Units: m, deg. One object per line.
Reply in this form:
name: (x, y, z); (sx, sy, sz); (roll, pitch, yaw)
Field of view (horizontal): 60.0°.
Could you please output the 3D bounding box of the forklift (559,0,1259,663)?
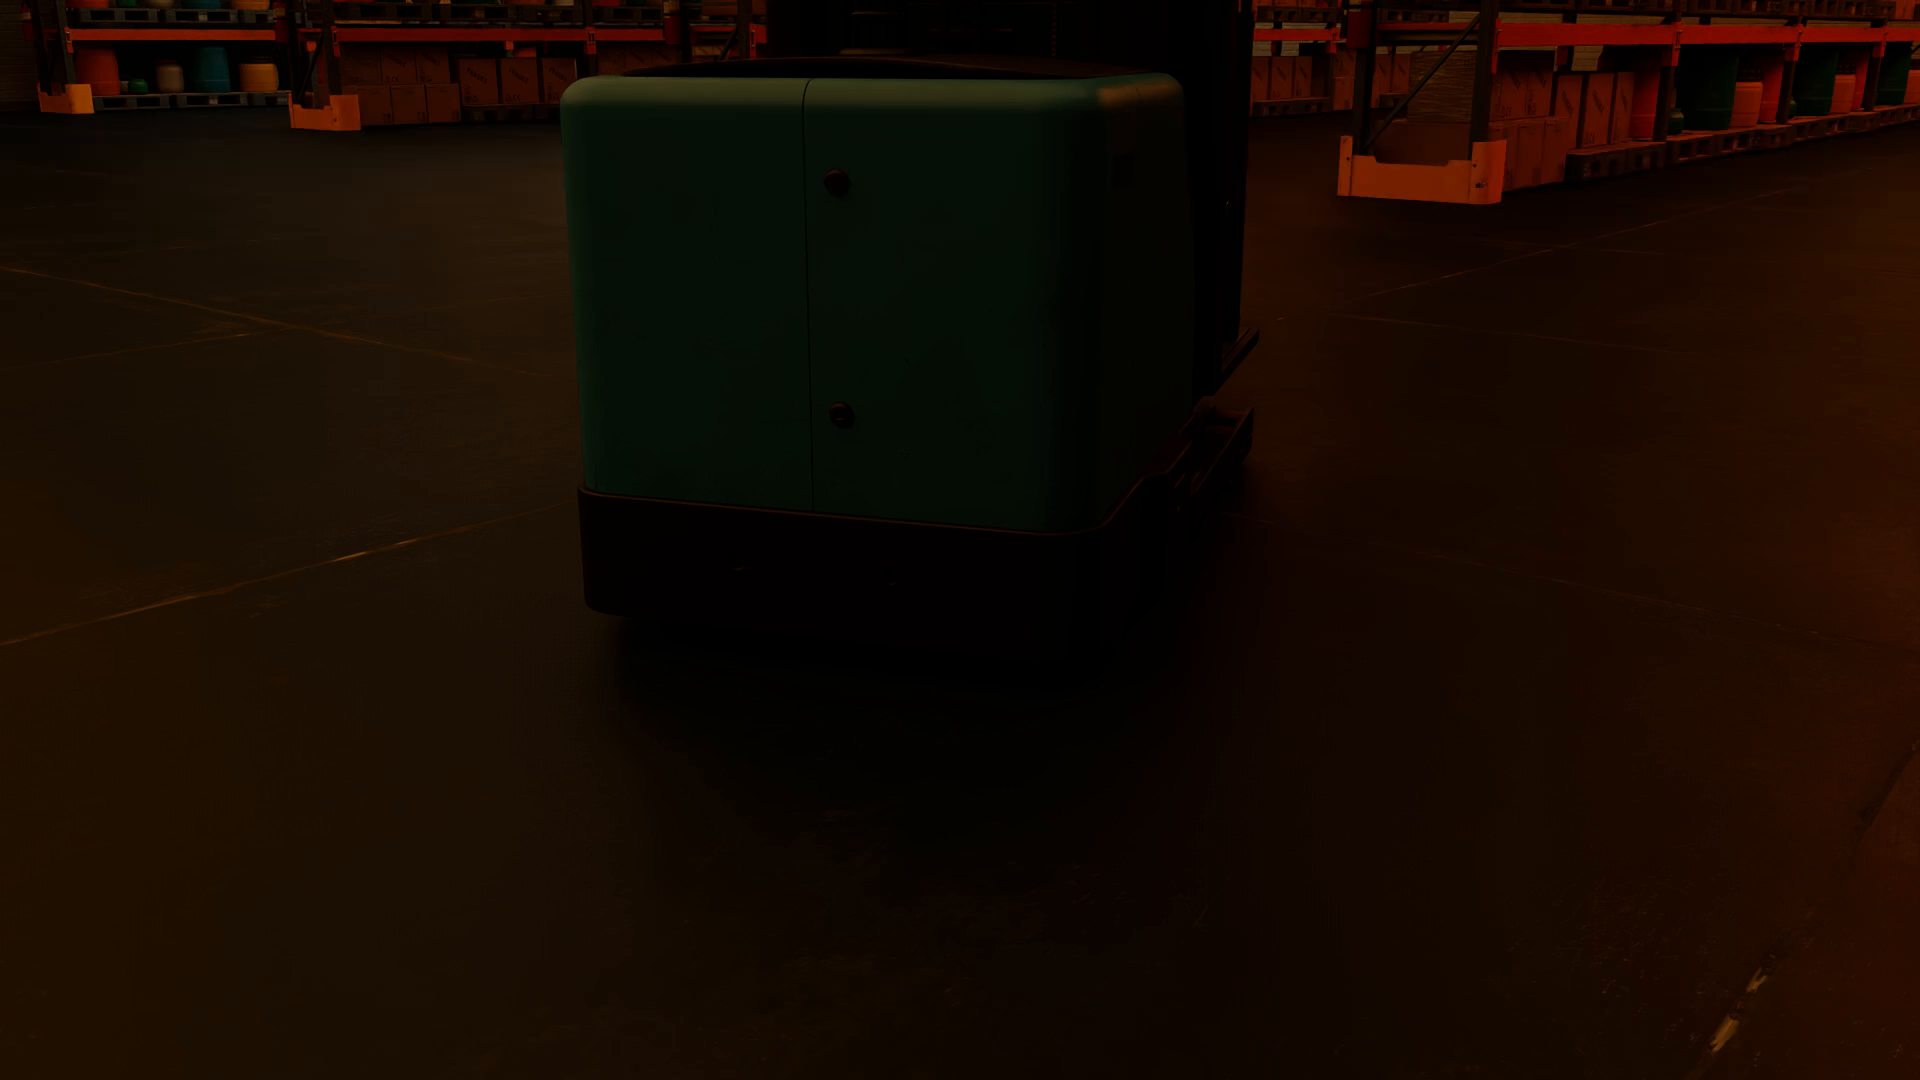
forklift: (0.182, -1.571, 4.072); (1.130, 2.935, 3.031); (5, 18, 17)
